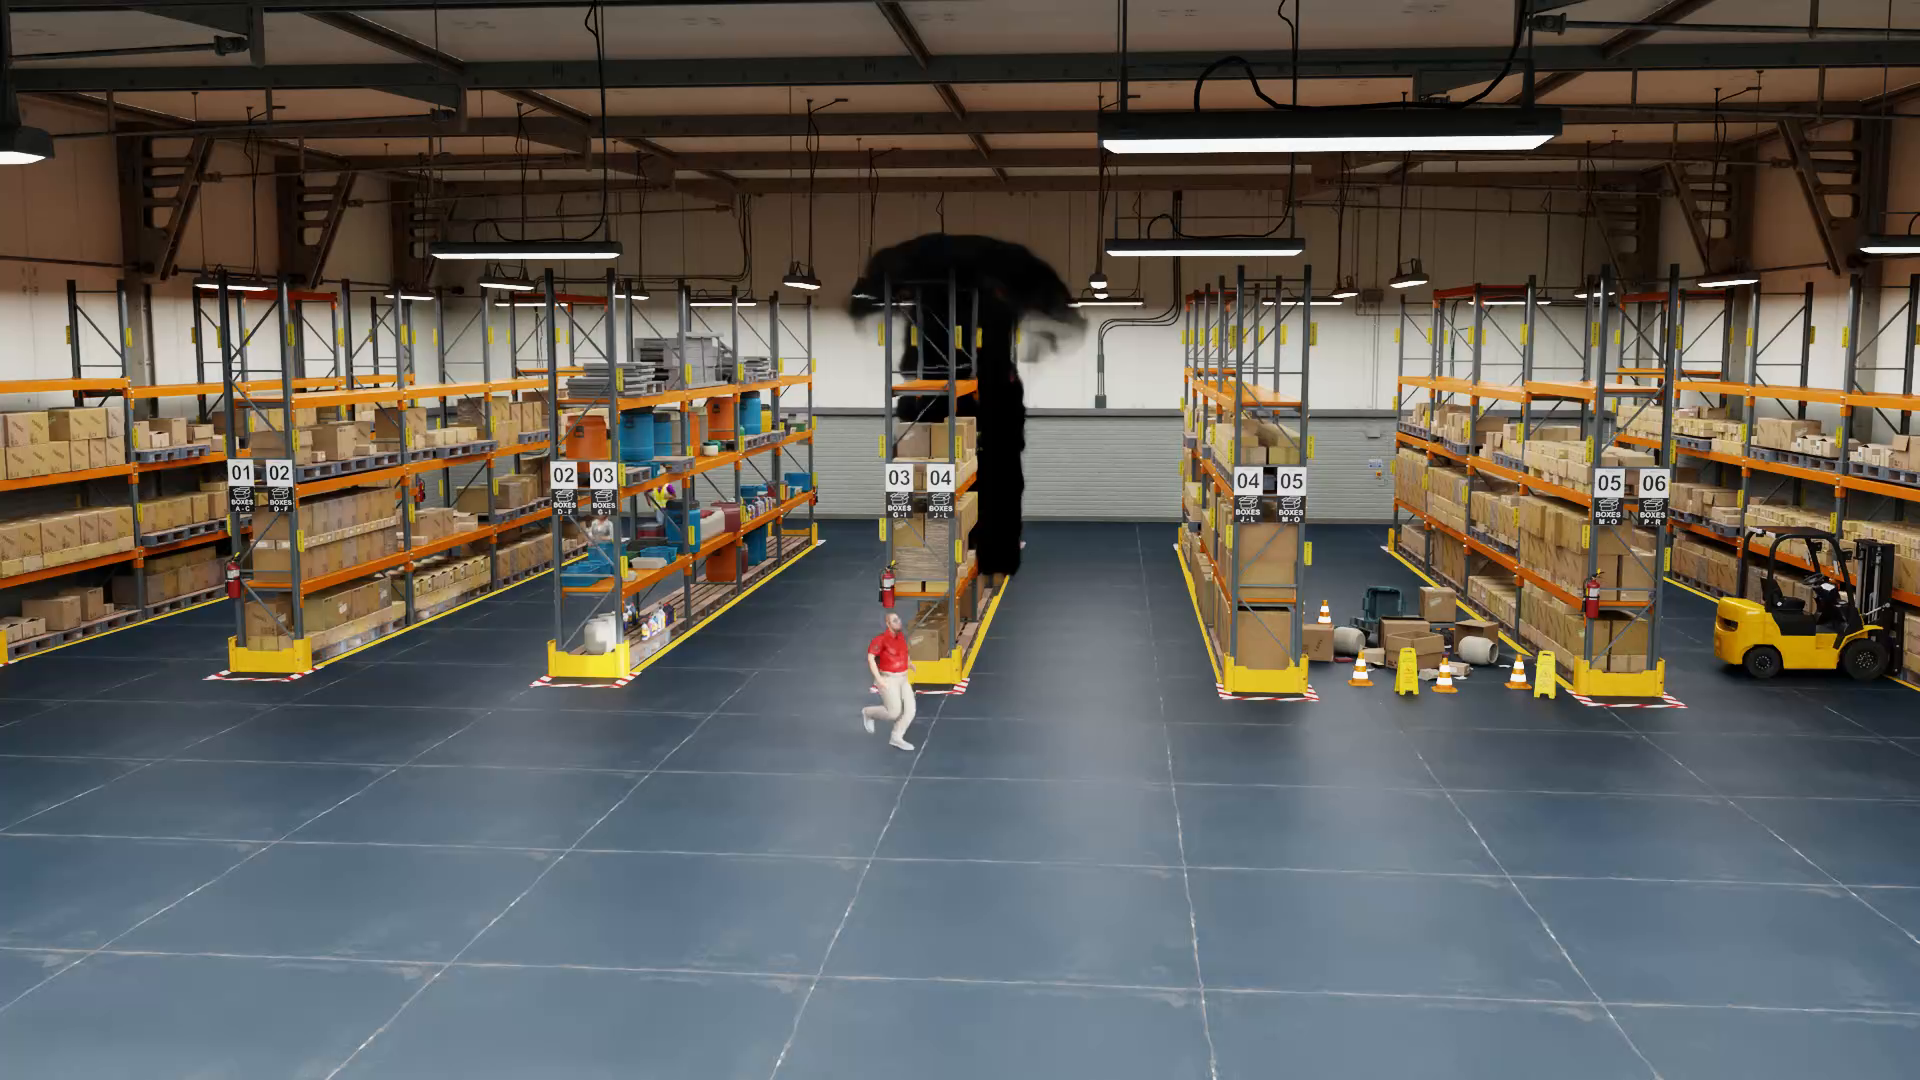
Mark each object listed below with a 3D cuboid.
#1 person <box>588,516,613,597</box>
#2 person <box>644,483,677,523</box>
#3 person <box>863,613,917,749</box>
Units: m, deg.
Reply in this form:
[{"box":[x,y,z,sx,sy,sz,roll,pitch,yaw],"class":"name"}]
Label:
[{"box":[-6.596,0.224,30.544,0.500,1.652,0.662,0,7,-4],"class":"person"},{"box":[-7.235,-0.749,40.207,0.765,1.807,0.789,-1,7,-11],"class":"person"},{"box":[-0.850,1.712,20.383,0.633,1.666,0.667,6,9,40],"class":"person"}]
